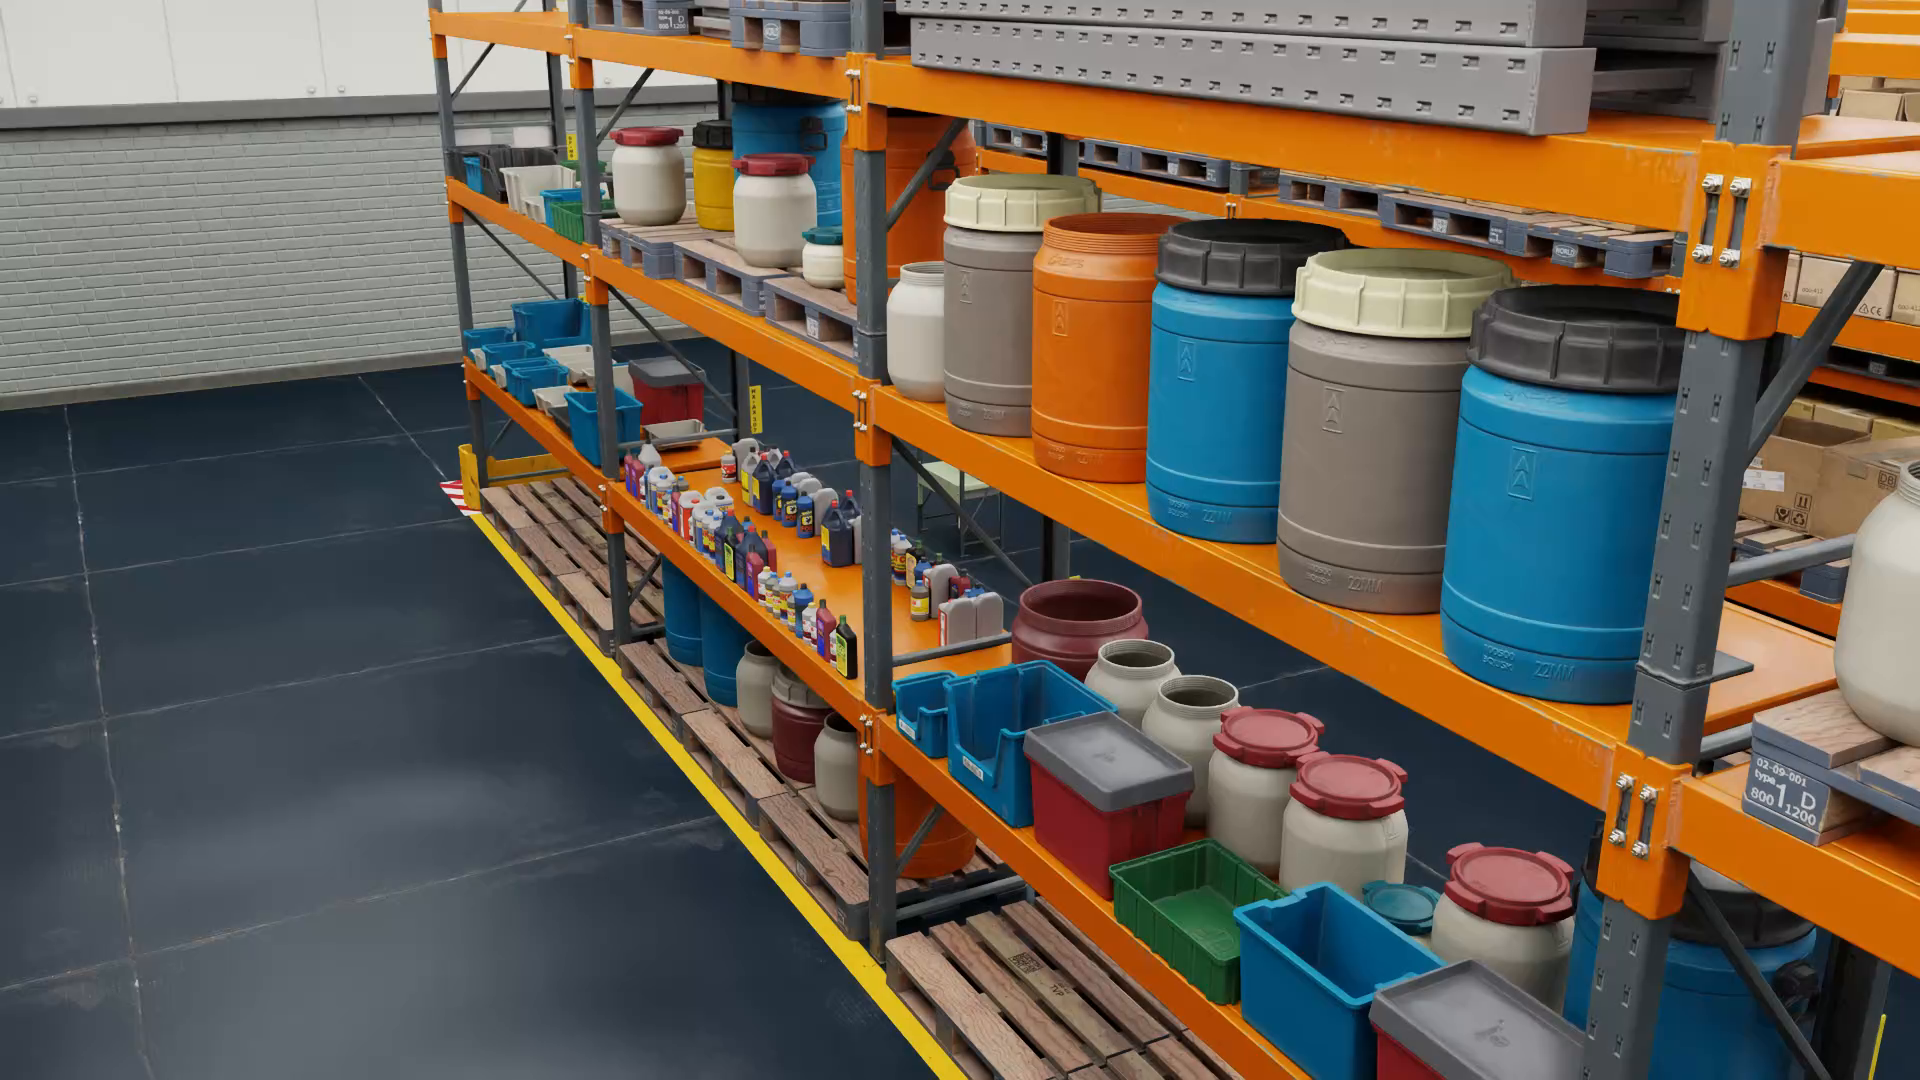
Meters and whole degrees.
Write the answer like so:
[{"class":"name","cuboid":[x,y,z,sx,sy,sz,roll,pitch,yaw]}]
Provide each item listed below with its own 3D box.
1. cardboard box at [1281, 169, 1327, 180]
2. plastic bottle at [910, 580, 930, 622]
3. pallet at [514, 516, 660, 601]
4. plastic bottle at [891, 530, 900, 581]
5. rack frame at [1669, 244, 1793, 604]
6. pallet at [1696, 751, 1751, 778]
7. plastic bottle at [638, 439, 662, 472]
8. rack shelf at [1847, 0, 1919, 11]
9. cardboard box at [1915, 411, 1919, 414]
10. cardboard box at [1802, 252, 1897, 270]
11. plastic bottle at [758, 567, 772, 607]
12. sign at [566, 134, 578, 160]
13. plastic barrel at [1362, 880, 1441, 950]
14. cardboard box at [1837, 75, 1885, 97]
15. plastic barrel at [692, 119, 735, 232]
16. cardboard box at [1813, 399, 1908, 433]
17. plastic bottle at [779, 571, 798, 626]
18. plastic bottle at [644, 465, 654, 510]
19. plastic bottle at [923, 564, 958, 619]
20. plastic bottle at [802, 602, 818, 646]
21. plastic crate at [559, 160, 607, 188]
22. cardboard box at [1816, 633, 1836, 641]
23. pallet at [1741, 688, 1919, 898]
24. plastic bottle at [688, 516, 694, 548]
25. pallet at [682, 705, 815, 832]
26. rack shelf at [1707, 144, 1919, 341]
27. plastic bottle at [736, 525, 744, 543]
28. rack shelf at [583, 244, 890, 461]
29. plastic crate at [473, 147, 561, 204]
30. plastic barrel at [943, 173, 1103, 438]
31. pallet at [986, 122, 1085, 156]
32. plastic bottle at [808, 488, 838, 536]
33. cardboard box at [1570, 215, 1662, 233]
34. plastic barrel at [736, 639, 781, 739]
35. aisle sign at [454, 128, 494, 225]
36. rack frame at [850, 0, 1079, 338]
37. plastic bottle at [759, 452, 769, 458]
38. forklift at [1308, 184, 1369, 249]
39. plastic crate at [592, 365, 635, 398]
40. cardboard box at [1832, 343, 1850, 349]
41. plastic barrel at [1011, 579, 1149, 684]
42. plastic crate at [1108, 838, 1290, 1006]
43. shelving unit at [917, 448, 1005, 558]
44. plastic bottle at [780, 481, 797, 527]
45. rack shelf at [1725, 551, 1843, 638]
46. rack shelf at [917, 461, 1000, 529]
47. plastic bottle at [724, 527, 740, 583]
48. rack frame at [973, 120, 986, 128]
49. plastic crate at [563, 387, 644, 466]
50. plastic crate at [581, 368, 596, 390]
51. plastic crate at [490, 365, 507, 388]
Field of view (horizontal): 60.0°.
[{"class":"cardboard box","cuboid":[2.782,-2.921,12.103,0.700,0.500,0.500,-9,21,-25]},{"class":"plastic bottle","cuboid":[-0.204,0.304,8.455,0.097,0.201,0.097,0,19,0]},{"class":"pallet","cuboid":[-2.828,0.107,12.998,1.003,0.211,1.213,-10,21,-27]},{"class":"plastic bottle","cuboid":[-0.353,0.077,9.008,0.097,0.271,0.097,0,19,0]},{"class":"rack frame","cuboid":[4.397,-0.274,9.828,1.000,3.000,0.127,-10,21,-27]},{"class":"pallet","cuboid":[4.767,1.268,9.632,1.003,0.211,1.213,-10,21,-27]},{"class":"plastic bottle","cuboid":[-1.960,-0.469,10.468,0.144,0.351,0.185,-10,21,-27]},{"class":"rack shelf","cuboid":[10.269,-5.839,18.472,1.077,0.370,4.000,-10,21,-27]},{"class":"cardboard box","cuboid":[8.231,-0.910,13.709,0.500,0.250,0.500,-10,21,-26]},{"class":"cardboard box","cuboid":[4.631,-1.655,8.311,0.500,0.500,0.500,-10,21,-26]},{"class":"plastic bottle","cuboid":[-1.001,0.239,8.645,0.097,0.201,0.097,0,19,0]},{"class":"sign","cuboid":[-3.284,-3.262,14.048,0.100,0.325,0.005,-10,21,-27]},{"class":"plastic barrel","cuboid":[1.444,1.303,5.469,0.301,0.262,0.301,0,19,0]},{"class":"cardboard box","cuboid":[10.145,-5.215,18.597,0.500,0.500,0.500,-10,21,-26]},{"class":"plastic barrel","cuboid":[-1.249,-2.130,9.676,0.600,0.588,0.600,0,19,0]},{"class":"cardboard box","cuboid":[7.522,-0.981,13.913,0.500,0.250,0.500,-9,21,-25]},{"class":"plastic bottle","cuboid":[-0.863,0.290,8.391,0.097,0.271,0.097,0,19,0]},{"class":"plastic bottle","cuboid":[-1.882,-0.327,10.177,0.097,0.271,0.097,0,19,0]},{"class":"plastic bottle","cuboid":[-0.103,0.244,8.515,0.152,0.276,0.135,-10,21,-27]},{"class":"plastic bottle","cuboid":[-0.724,0.407,8.159,0.097,0.201,0.097,0,19,0]},{"class":"plastic crate","cuboid":[-3.041,-2.883,13.113,0.450,0.188,0.336,-10,21,-27]},{"class":"cardboard box","cuboid":[5.002,0.683,9.061,0.500,0.250,0.500,-7,20,-21]},{"class":"pallet","cuboid":[2.366,0.504,3.262,1.213,0.211,1.003,-10,21,-27]},{"class":"plastic bottle","cuboid":[-1.506,-0.066,9.530,0.097,0.201,0.097,0,19,0]},{"class":"pallet","cuboid":[-0.948,1.241,9.710,1.003,0.211,1.213,-10,21,-27]},{"class":"rack shelf","cuboid":[2.887,-0.092,1.817,1.077,0.370,4.000,-10,21,-27]},{"class":"plastic bottle","cuboid":[-1.170,0.069,9.012,0.061,0.283,0.133,-10,21,-27]},{"class":"rack shelf","cuboid":[-0.912,-1.159,8.896,1.077,0.370,4.000,-10,21,-27]},{"class":"plastic crate","cuboid":[-3.277,-2.711,12.386,0.504,0.338,0.767,-10,21,-27]},{"class":"plastic barrel","cuboid":[0.237,-0.893,6.253,0.600,0.901,0.600,0,19,0]},{"class":"pallet","cuboid":[0.960,-3.736,15.396,1.003,0.211,1.213,-10,21,-27]},{"class":"plastic bottle","cuboid":[-0.803,-0.179,9.741,0.152,0.276,0.135,-10,21,-27]},{"class":"cardboard box","cuboid":[4.044,-2.104,9.728,0.797,0.503,0.637,-9,21,-23]},{"class":"plastic barrel","cuboid":[-1.092,0.860,9.710,0.421,0.512,0.421,0,19,0]},{"class":"aisle sign","cuboid":[-4.056,-3.007,13.762,0.394,0.787,0.004,-10,21,-27]},{"class":"rack frame","cuboid":[0.038,-2.343,6.626,1.000,3.000,0.127,-10,21,-27]},{"class":"plastic bottle","cuboid":[-1.216,-0.429,10.466,0.152,0.276,0.135,-10,21,-27]},{"class":"forklift","cuboid":[3.839,-2.228,15.595,1.130,2.935,3.031,-10,22,-28]},{"class":"plastic crate","cuboid":[-2.424,-1.095,12.295,0.437,0.282,0.530,-10,21,-27]},{"class":"cardboard box","cuboid":[7.318,-1.683,13.652,0.380,0.149,0.250,-10,22,-28]},{"class":"plastic barrel","cuboid":[0.525,0.515,7.332,0.600,0.536,0.708,-10,21,-27]},{"class":"plastic crate","cuboid":[0.862,1.285,5.634,0.450,0.188,0.662,-10,21,-27]},{"class":"shelving unit","cuboid":[0.003,-0.707,13.381,0.431,1.500,0.755,-10,21,-27]},{"class":"plastic bottle","cuboid":[-1.014,-0.219,9.864,0.097,0.271,0.097,0,19,0]},{"class":"rack shelf","cuboid":[5.347,0.640,8.281,1.077,0.370,4.000,-10,21,-27]},{"class":"rack shelf","cuboid":[0.003,-0.399,13.488,0.431,0.370,0.720,-10,21,-27]},{"class":"plastic bottle","cuboid":[-1.223,0.078,8.984,0.061,0.283,0.133,-10,21,-27]},{"class":"rack frame","cuboid":[0.598,-5.407,15.505,1.000,3.000,0.127,-10,21,-27]},{"class":"plastic crate","cuboid":[-2.383,-0.757,11.160,0.392,0.384,0.575,-10,21,-27]},{"class":"plastic crate","cuboid":[-2.779,-1.258,12.990,0.298,0.136,0.250,-10,21,-27]},{"class":"plastic crate","cuboid":[-3.532,-1.286,13.072,0.250,0.136,0.298,-10,21,-27]}]
